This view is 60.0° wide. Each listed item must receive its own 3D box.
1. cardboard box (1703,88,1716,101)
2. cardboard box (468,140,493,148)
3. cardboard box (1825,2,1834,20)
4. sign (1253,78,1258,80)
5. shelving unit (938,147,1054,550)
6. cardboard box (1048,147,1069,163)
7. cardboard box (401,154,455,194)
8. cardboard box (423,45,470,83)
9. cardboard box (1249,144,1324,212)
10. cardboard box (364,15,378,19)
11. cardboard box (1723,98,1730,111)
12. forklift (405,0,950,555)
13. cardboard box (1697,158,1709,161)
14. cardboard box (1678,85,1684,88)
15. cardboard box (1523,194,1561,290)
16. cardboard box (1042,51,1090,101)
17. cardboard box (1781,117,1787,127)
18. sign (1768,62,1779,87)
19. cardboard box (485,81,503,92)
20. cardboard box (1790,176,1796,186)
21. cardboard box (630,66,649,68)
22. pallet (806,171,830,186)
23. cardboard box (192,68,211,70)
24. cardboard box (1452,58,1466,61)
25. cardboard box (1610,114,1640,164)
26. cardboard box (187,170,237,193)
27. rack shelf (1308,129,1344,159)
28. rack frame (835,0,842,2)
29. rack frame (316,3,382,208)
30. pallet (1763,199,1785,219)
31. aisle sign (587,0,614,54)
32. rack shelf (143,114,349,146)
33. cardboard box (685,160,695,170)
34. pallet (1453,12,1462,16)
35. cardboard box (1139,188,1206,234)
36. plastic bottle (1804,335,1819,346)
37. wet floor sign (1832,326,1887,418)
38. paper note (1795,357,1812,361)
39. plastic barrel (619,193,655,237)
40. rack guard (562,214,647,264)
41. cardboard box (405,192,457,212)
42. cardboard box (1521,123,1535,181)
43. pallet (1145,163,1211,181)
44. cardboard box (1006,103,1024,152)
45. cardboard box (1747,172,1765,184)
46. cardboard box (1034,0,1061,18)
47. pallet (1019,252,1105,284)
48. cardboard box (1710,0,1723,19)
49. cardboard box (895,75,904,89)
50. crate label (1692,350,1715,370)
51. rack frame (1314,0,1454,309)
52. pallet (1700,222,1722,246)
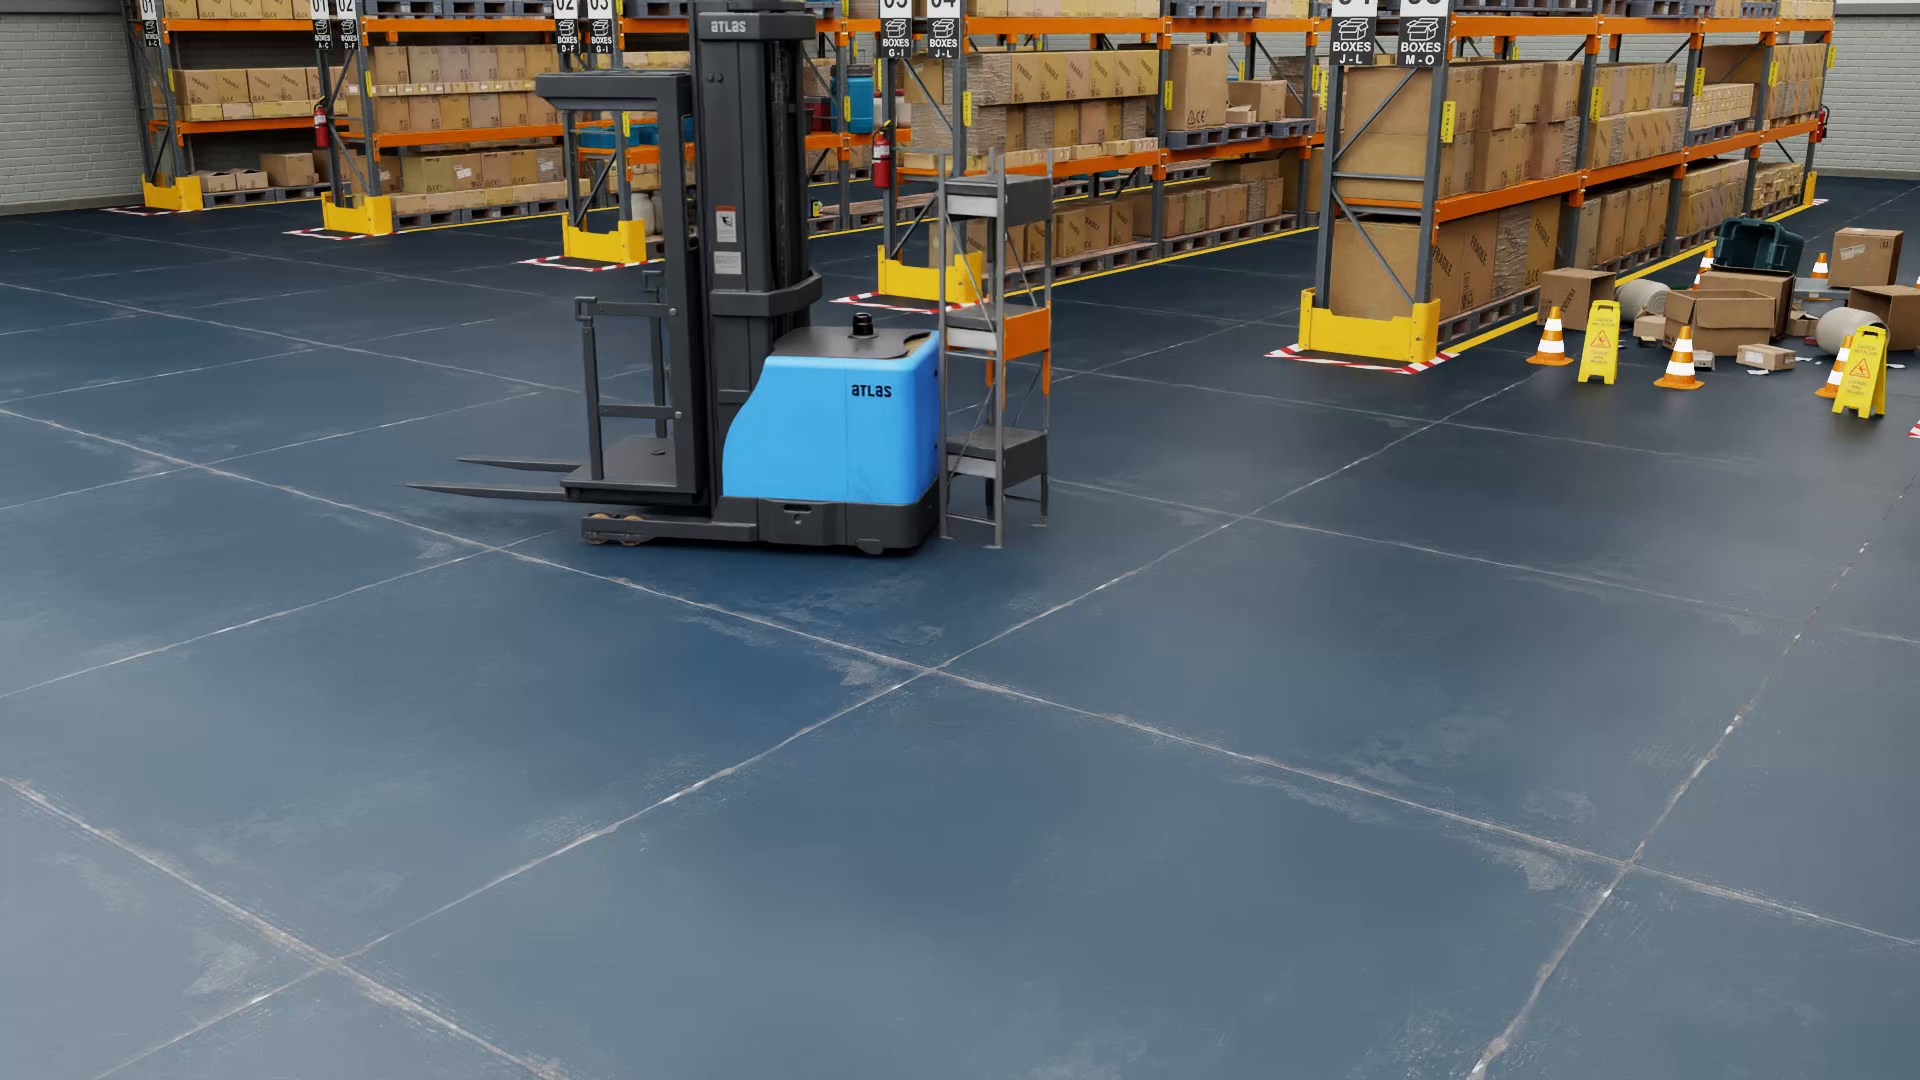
[{"bbox_3d":[9.379,-5.670,21.156,0.380,0.149,0.250,14,22,37],"label":"cardboard box"},{"bbox_3d":[-8.889,-6.994,30.181,0.700,0.500,0.500,13,21,35],"label":"cardboard box"},{"bbox_3d":[13.031,-8.091,25.434,0.500,0.250,0.500,12,21,34],"label":"cardboard box"},{"bbox_3d":[5.640,-8.645,31.750,0.100,0.325,0.005,12,21,35],"label":"sign"},{"bbox_3d":[0.193,-1.042,9.060,0.431,2.100,0.503,11,20,32],"label":"shelving unit"},{"bbox_3d":[0.966,-4.220,18.200,0.380,0.149,0.250,12,21,35],"label":"cardboard box"},{"bbox_3d":[-7.526,-5.179,23.528,0.500,0.500,0.500,12,21,35],"label":"cardboard box"},{"bbox_3d":[-7.392,-6.761,23.602,0.700,0.500,0.500,13,21,35],"label":"cardboard box"},{"bbox_3d":[4.827,-5.227,23.891,1.225,0.875,0.875,11,21,32],"label":"cardboard box"},{"bbox_3d":[-10.022,-8.878,27.516,0.500,0.500,0.500,13,22,36],"label":"cardboard box"},{"bbox_3d":[9.845,-5.711,21.789,0.380,0.149,0.250,13,21,35],"label":"cardboard box"},{"bbox_3d":[-1.627,-1.515,9.181,3.031,2.935,1.130,3,18,10],"label":"forklift"},{"bbox_3d":[10.053,-5.168,23.069,0.500,0.250,0.500,11,21,32],"label":"cardboard box"},{"bbox_3d":[9.483,-6.036,22.336,0.380,0.149,0.250,12,21,34],"label":"cardboard box"},{"bbox_3d":[5.508,-3.075,16.963,0.875,0.875,0.875,13,21,36],"label":"cardboard box"},{"bbox_3d":[1.073,-5.082,18.195,0.500,0.500,0.500,12,21,35],"label":"cardboard box"},{"bbox_3d":[11.883,-6.144,24.395,0.380,0.149,0.250,14,22,37],"label":"cardboard box"},{"bbox_3d":[11.154,-6.388,22.804,0.100,0.325,0.005,12,21,35],"label":"sign"},{"bbox_3d":[-6.841,-6.568,24.073,0.380,0.149,0.250,13,22,36],"label":"cardboard box"},{"bbox_3d":[12.696,-5.566,25.706,0.380,0.149,0.250,11,21,32],"label":"cardboard box"},{"bbox_3d":[-6.424,-9.017,32.518,0.500,0.500,0.500,12,21,34],"label":"cardboard box"},{"bbox_3d":[-3.079,-6.471,29.725,1.003,0.211,1.213,12,21,35],"label":"pallet"},{"bbox_3d":[-11.884,-7.164,26.212,0.500,0.500,0.500,13,21,35],"label":"cardboard box"},{"bbox_3d":[7.879,-7.571,27.052,0.500,0.500,0.500,12,21,33],"label":"cardboard box"},{"bbox_3d":[7.069,-4.391,18.158,0.500,0.500,0.500,12,21,34],"label":"cardboard box"},{"bbox_3d":[-11.817,-5.675,26.254,0.500,0.311,0.500,10,20,29],"label":"cardboard box"},{"bbox_3d":[5.591,-6.013,24.761,1.077,0.370,4.000,12,21,35],"label":"rack shelf"},{"bbox_3d":[-1.962,-8.668,21.981,1.000,3.000,0.127,12,21,35],"label":"rack frame"},{"bbox_3d":[-8.321,-5.726,22.625,1.000,3.000,0.127,12,21,35],"label":"rack frame"},{"bbox_3d":[11.804,-5.058,25.177,1.003,0.211,1.213,12,21,35],"label":"pallet"},{"bbox_3d":[-4.153,-6.022,19.196,0.394,0.787,0.004,12,21,35],"label":"aisle sign"},{"bbox_3d":[-11.110,-6.733,27.081,1.077,0.370,4.000,12,21,35],"label":"rack shelf"},{"bbox_3d":[-4.576,-6.255,27.310,0.500,0.311,0.500,13,22,36],"label":"cardboard box"},{"bbox_3d":[7.279,-8.416,26.378,1.003,0.211,1.213,12,21,35],"label":"pallet"},{"bbox_3d":[2.698,-4.196,21.172,0.700,0.500,0.500,12,21,34],"label":"cardboard box"},{"bbox_3d":[7.700,-1.797,14.927,0.283,0.061,0.133,-16,23,-41],"label":"plastic bottle"},{"bbox_3d":[6.619,-1.243,12.158,0.232,0.644,0.267,-11,20,-32],"label":"wet floor sign"},{"bbox_3d":[7.183,-1.553,14.212,0.142,0.019,0.148,-11,20,-32],"label":"paper note"},{"bbox_3d":[-4.014,-4.032,20.658,0.421,0.512,0.421,0,17,0],"label":"plastic barrel"},{"bbox_3d":[-4.338,-3.682,20.259,1.175,0.500,0.348,12,21,35],"label":"rack guard"},{"bbox_3d":[-7.528,-4.822,23.640,0.500,0.250,0.500,12,21,35],"label":"cardboard box"},{"bbox_3d":[5.003,-3.766,16.059,0.875,0.550,0.550,12,21,35],"label":"cardboard box"},{"bbox_3d":[3.938,-6.850,30.946,1.003,0.211,1.213,12,21,35],"label":"pallet"},{"bbox_3d":[0.184,-4.431,17.784,0.875,0.500,0.500,12,21,35],"label":"cardboard box"},{"bbox_3d":[11.537,-5.291,24.320,0.380,0.149,0.250,12,21,33],"label":"cardboard box"},{"bbox_3d":[0.728,-5.646,17.561,0.500,0.250,0.500,12,21,34],"label":"cardboard box"},{"bbox_3d":[0.918,-3.138,18.991,1.003,0.211,1.213,12,21,35],"label":"pallet"},{"bbox_3d":[8.876,-6.549,20.048,0.500,0.500,0.500,12,21,35],"label":"cardboard box"},{"bbox_3d":[-1.079,-8.796,32.343,0.500,0.500,0.500,13,21,36],"label":"cardboard box"},{"bbox_3d":[6.136,-1.500,13.843,0.250,0.136,0.298,2,17,6],"label":"crate label"},{"bbox_3d":[3.556,-3.074,14.085,1.000,3.000,0.127,12,21,35],"label":"rack frame"},{"bbox_3d":[9.517,-4.123,22.164,1.003,0.211,1.213,12,21,35],"label":"pallet"}]
